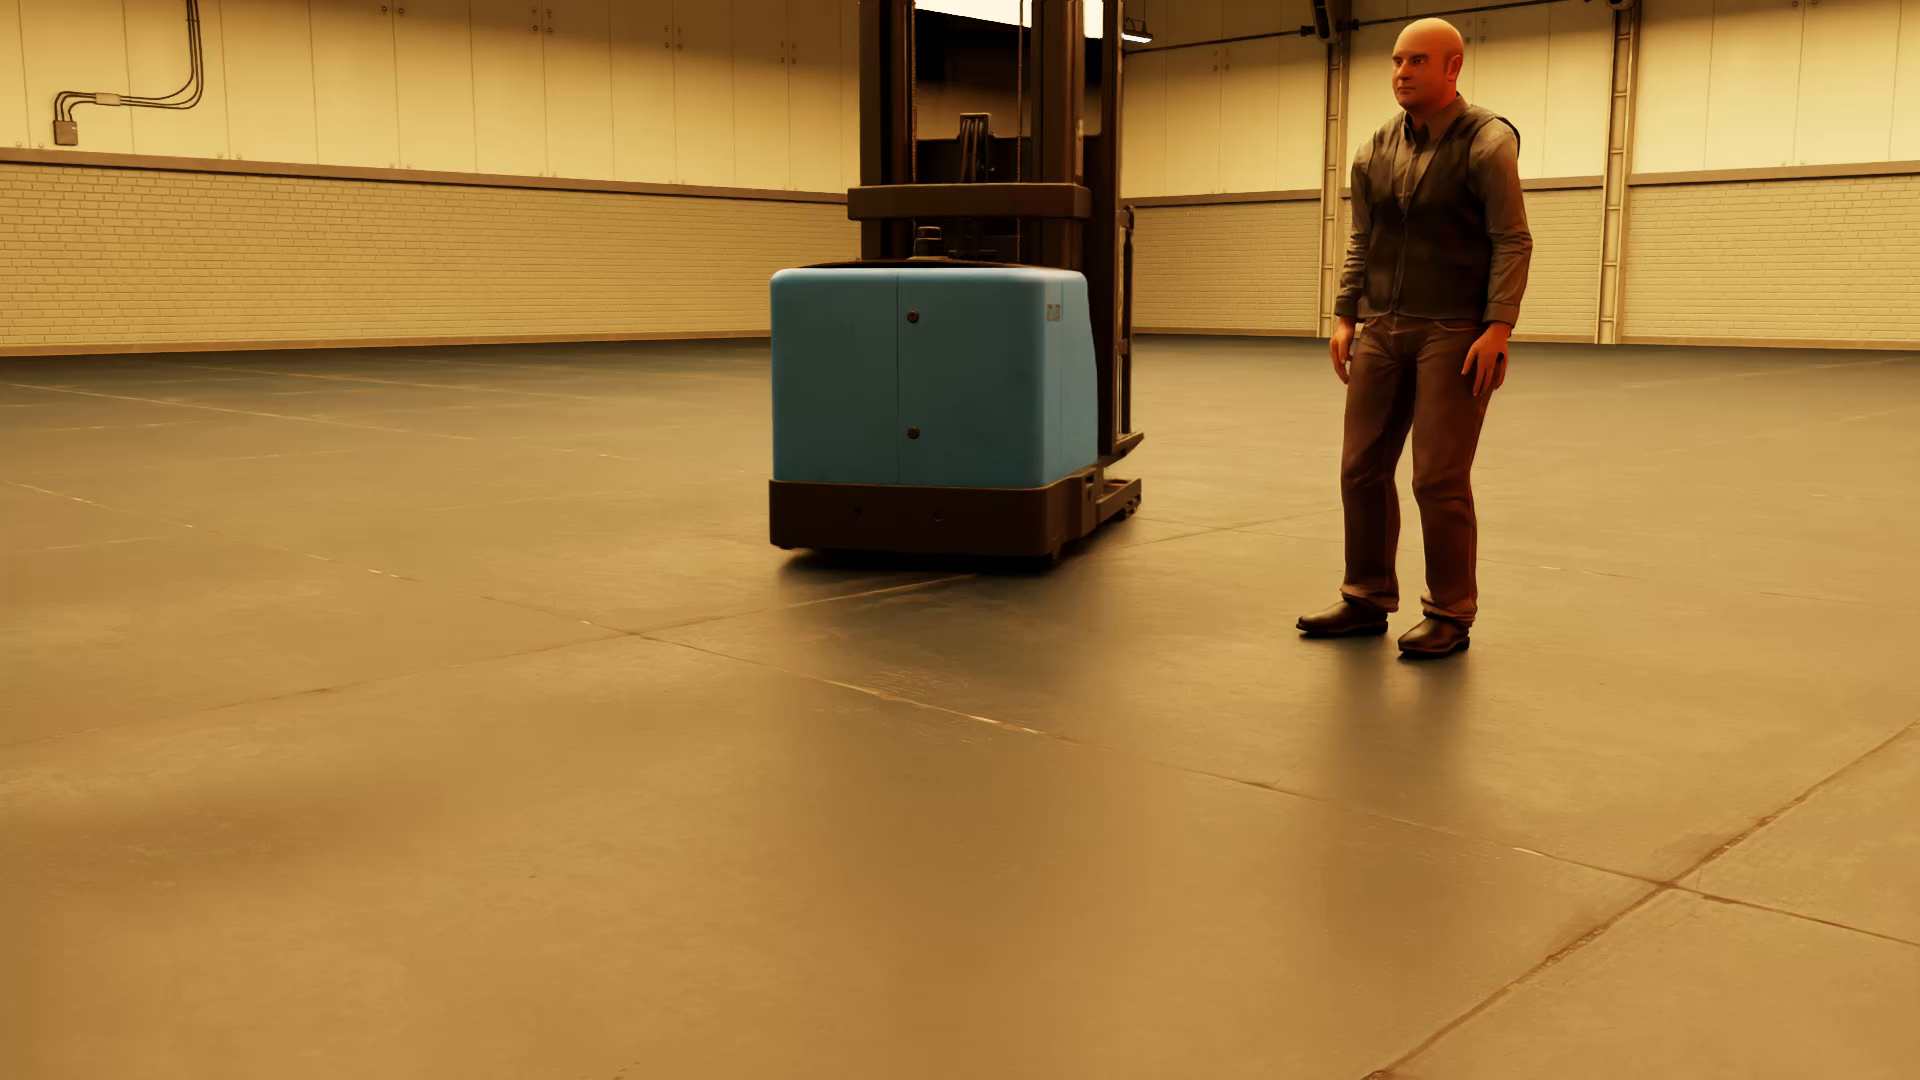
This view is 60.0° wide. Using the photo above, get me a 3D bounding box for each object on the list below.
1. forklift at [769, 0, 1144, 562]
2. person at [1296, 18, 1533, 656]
[{"bbox_3d":[0.196,-1.551,7.174,1.130,2.935,3.031,2,9,16],"label":"forklift"},{"bbox_3d":[1.304,-0.558,4.653,0.421,1.720,0.589,-6,11,-37],"label":"person"}]
